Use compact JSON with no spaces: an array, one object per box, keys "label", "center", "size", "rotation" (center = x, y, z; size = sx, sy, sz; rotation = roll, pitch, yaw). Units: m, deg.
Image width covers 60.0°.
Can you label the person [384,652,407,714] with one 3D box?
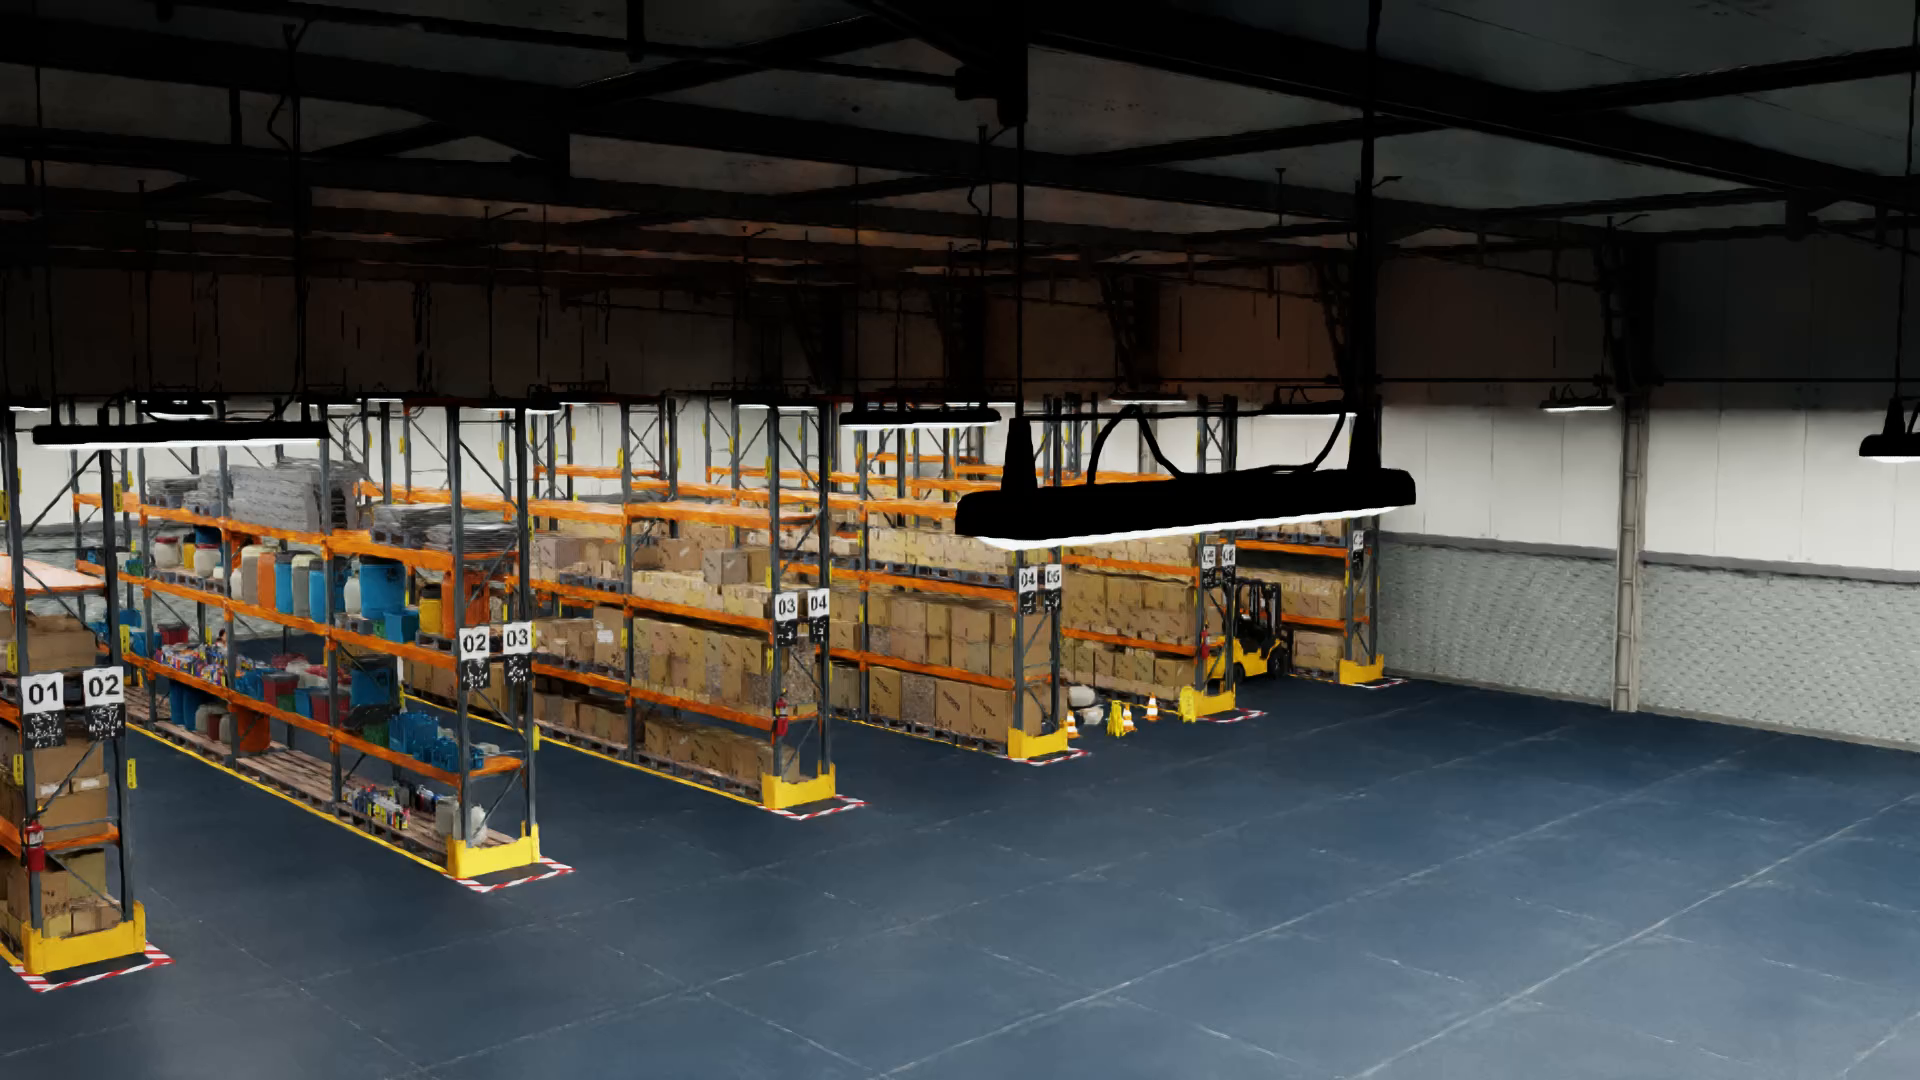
[{"label":"person","center":[-10.701,2.414,31.268],"size":[0.550,1.773,0.636],"rotation":[-1,6,-15]}]

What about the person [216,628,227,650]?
[{"label":"person","center":[-14.007,2.476,31.624],"size":[0.756,1.597,0.578],"rotation":[2,6,23]}]
